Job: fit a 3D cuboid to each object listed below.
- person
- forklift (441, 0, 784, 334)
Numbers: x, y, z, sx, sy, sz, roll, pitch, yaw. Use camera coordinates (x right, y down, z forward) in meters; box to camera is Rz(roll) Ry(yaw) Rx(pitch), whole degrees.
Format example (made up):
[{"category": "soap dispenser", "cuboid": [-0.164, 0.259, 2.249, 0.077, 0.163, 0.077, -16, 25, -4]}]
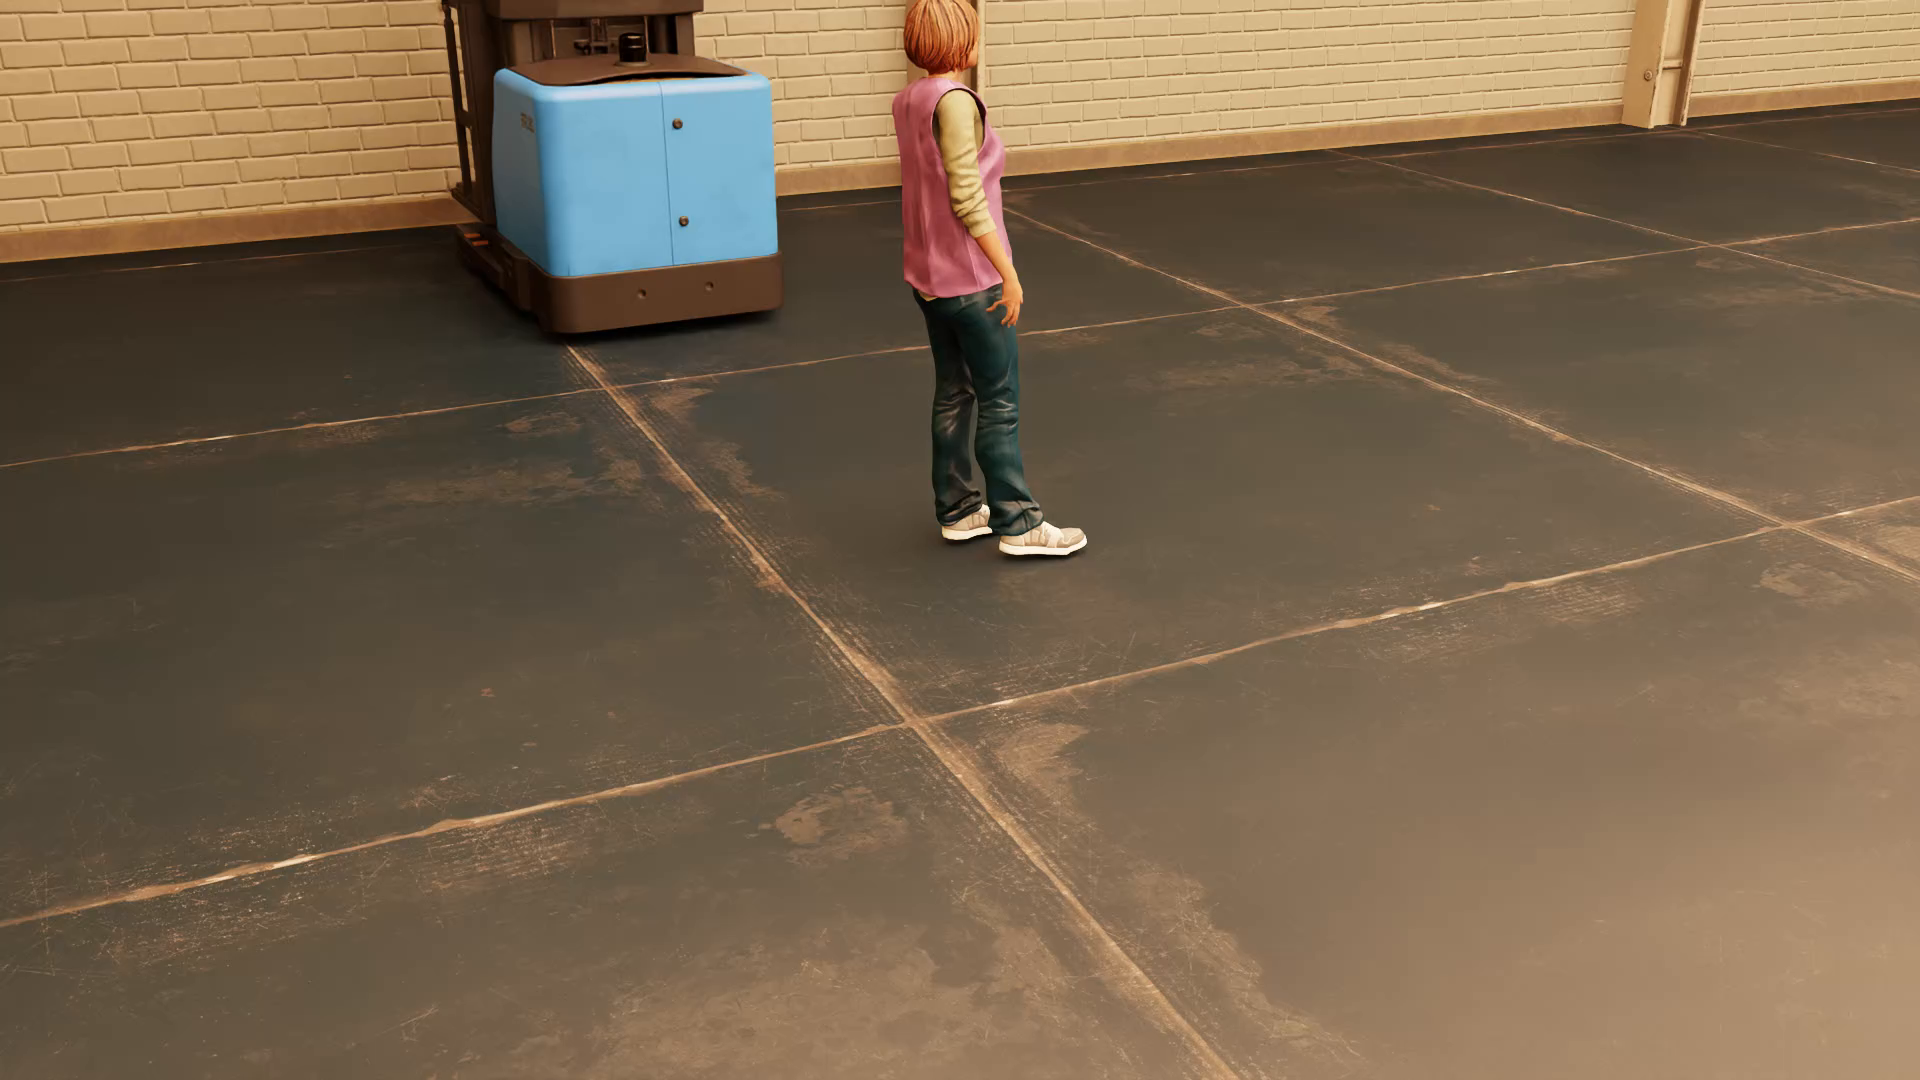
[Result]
[{"category": "person", "cuboid": [0.074, -0.709, 4.833, 0.473, 1.507, 0.521, -10, 25, -23]}, {"category": "forklift", "cuboid": [-1.907, -2.752, 7.911, 1.130, 2.935, 3.031, -11, 25, -25]}]
